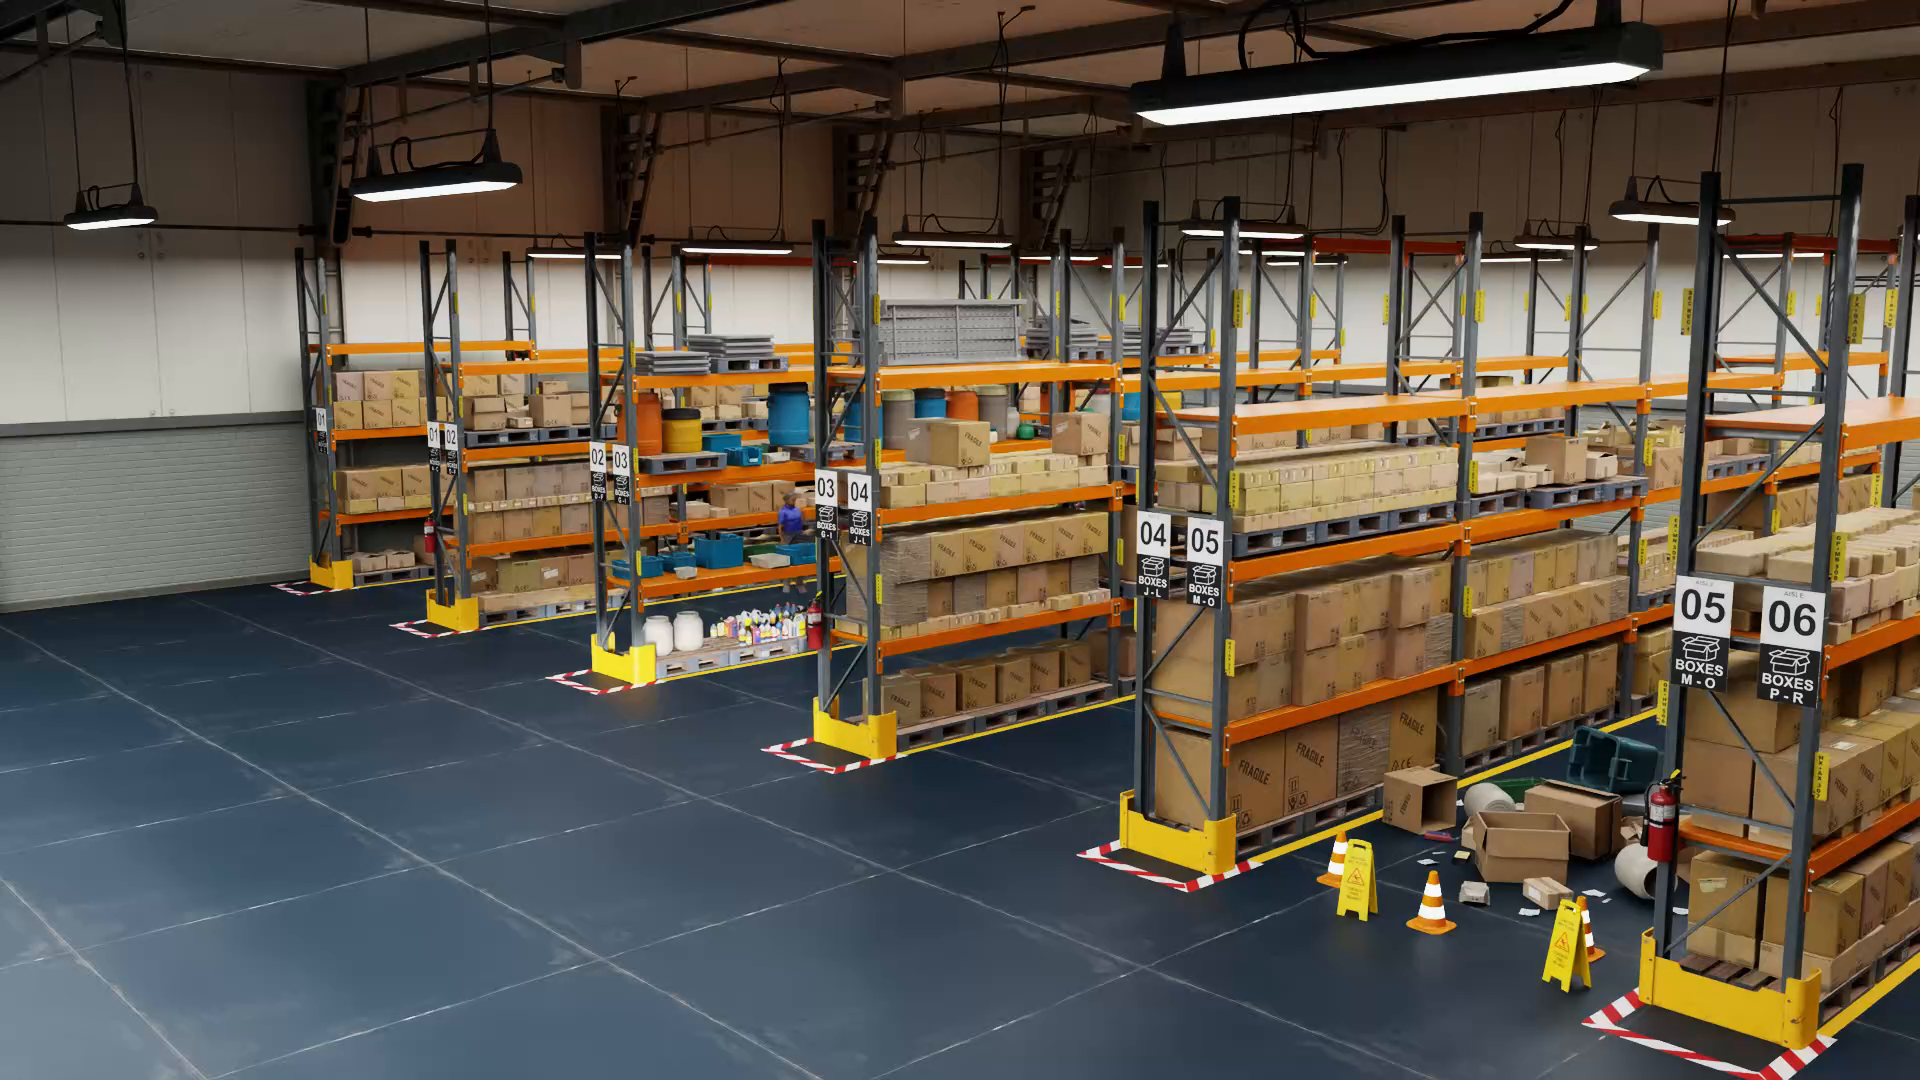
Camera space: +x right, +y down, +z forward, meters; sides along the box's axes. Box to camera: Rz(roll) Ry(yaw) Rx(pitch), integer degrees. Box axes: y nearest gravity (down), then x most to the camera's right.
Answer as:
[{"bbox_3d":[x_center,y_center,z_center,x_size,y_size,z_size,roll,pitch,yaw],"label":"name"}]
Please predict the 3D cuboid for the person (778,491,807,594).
[{"bbox_3d":[-2.767,0.042,27.454,0.508,1.693,0.460,-4,9,-23],"label":"person"}]
